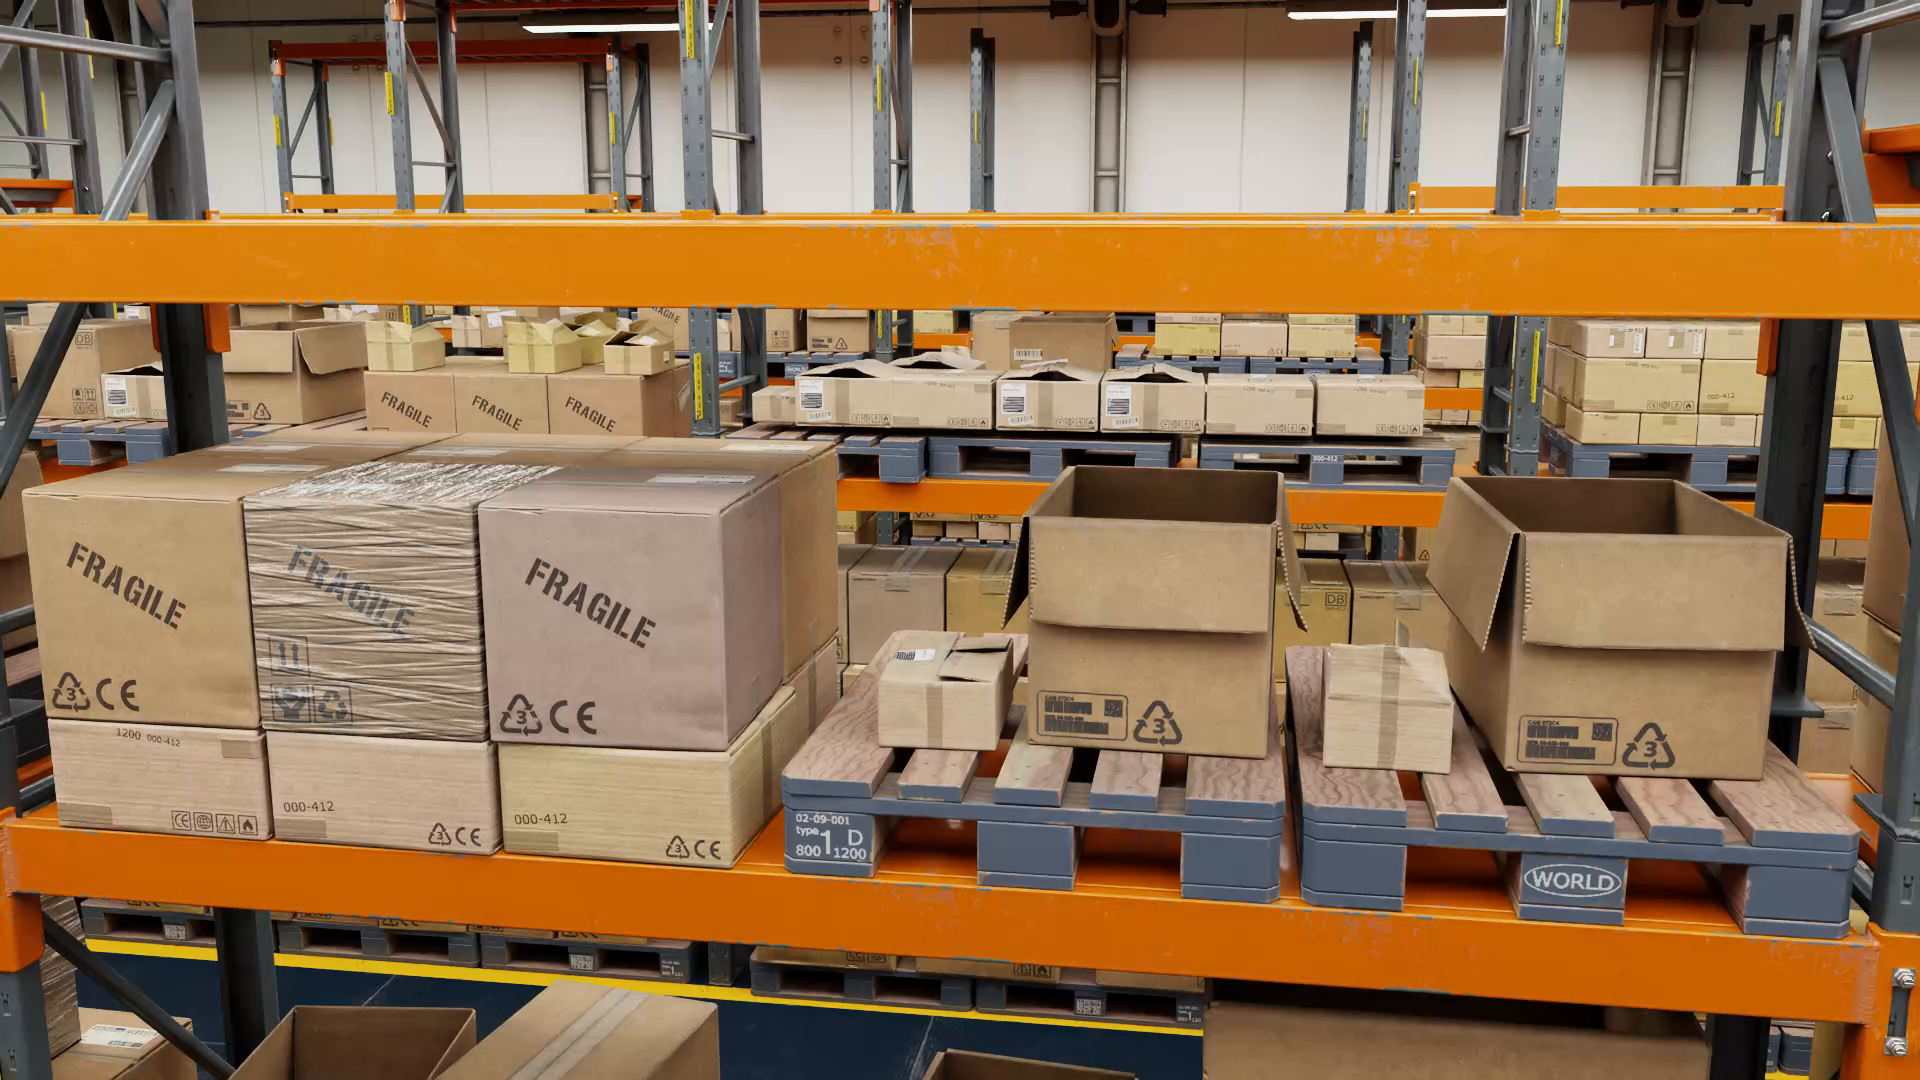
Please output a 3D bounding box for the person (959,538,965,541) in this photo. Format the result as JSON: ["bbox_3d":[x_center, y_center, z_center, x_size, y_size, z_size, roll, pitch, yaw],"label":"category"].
[{"bbox_3d":[-0.023,-0.108,17.491,0.425,1.657,0.509,0,11,1],"label":"person"}]
